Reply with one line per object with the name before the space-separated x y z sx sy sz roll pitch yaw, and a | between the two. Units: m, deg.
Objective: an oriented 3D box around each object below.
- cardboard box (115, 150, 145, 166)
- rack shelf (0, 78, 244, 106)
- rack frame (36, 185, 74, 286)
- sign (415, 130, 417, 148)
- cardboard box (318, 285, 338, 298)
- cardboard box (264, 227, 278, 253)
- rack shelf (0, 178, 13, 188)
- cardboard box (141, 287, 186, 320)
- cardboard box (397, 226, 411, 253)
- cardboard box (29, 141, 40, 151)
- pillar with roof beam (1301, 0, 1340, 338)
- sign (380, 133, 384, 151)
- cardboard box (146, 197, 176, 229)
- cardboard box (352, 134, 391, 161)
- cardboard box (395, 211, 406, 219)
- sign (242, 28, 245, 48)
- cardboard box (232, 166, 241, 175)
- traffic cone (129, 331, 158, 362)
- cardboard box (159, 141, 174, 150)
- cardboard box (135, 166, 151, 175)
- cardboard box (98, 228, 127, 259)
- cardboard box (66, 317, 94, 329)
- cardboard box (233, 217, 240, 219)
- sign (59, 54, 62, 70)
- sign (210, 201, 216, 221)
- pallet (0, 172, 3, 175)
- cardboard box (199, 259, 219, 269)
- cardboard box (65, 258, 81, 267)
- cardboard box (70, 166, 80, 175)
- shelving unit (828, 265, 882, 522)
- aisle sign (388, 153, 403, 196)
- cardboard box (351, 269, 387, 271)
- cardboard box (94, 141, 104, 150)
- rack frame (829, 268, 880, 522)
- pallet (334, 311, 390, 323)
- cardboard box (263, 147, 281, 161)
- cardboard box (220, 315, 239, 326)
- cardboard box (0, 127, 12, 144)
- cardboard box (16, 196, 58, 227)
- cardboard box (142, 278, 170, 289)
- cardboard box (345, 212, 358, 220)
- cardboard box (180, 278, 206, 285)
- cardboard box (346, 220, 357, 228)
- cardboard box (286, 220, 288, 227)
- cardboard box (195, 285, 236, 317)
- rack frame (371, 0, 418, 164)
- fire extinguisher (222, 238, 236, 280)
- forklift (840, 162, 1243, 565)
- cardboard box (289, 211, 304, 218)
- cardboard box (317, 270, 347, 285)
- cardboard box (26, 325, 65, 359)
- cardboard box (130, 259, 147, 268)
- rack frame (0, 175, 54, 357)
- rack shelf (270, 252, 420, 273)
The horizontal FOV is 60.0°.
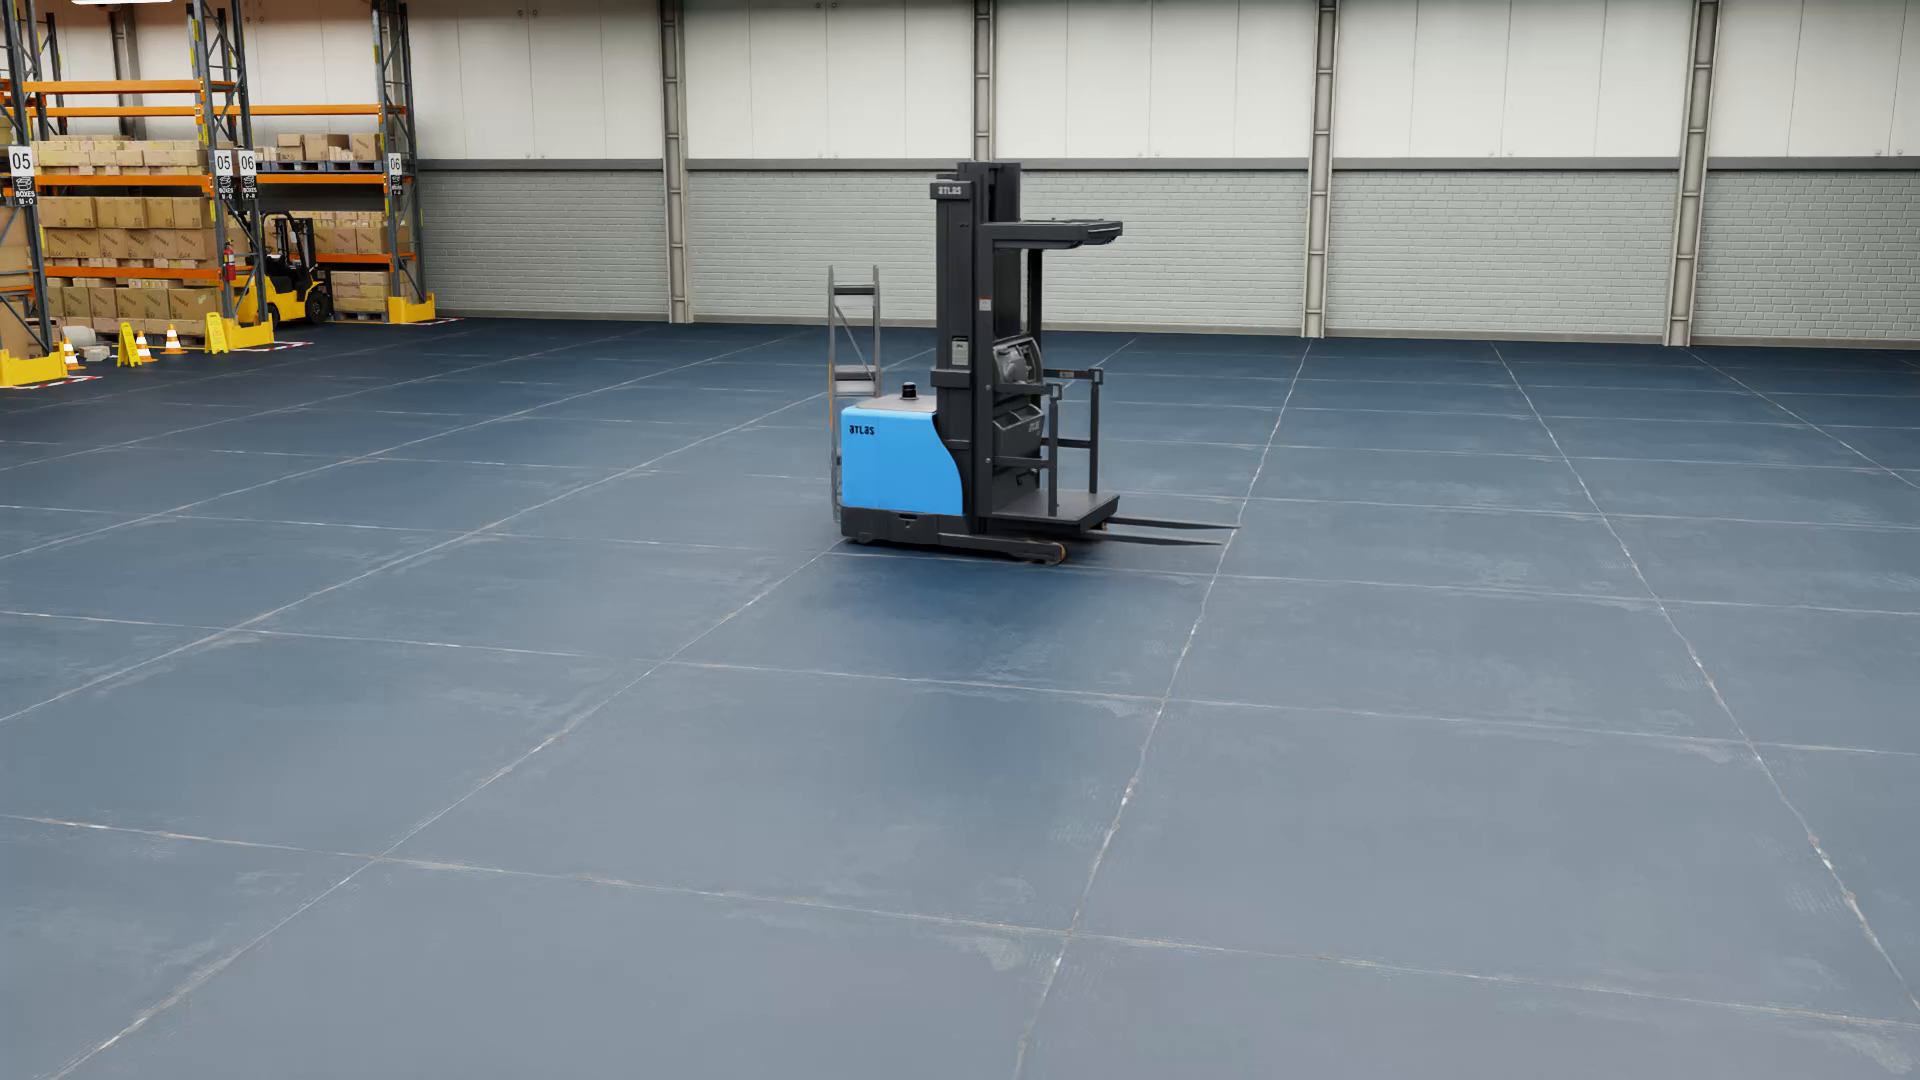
cardboard box | -13.505 -6.287 27.380 0.500 0.250 0.500 3 13 15
rack shelf | -13.893 -7.408 27.517 4.000 0.370 1.077 3 13 14
rack frame | -18.533 -6.188 34.197 0.127 3.000 1.000 3 13 14
sign | -10.627 -7.819 32.423 0.005 0.325 0.100 3 13 14
cardboard box | -12.304 -4.889 32.570 0.500 0.250 0.500 3 13 12
cardboard box | -13.279 -5.901 32.676 0.500 0.500 0.500 3 13 13
rack shelf | -14.981 -4.899 23.126 4.000 0.370 1.077 3 13 14
cardboard box | -13.299 -3.970 27.851 0.500 0.500 0.500 4 13 16
cardboard box | -11.180 -5.905 32.694 0.500 0.500 0.500 3 13 15
cardboard box | -15.348 -6.575 27.756 0.250 0.149 0.380 3 13 15
pillar with roof beam | 5.219 -7.087 24.403 0.400 9.000 9.100 3 13 14
sign | -10.909 -7.517 31.403 0.005 0.325 0.100 3 13 14
cardboard box | -12.989 -5.419 27.507 0.500 0.500 0.700 3 13 14
cardboard box | -11.254 -7.511 31.807 0.500 0.500 0.500 3 13 15
cardboard box | -11.040 -6.345 32.494 0.250 0.149 0.380 3 13 12
sign | -11.821 -8.266 27.375 0.005 0.325 0.100 3 13 14
cardboard box | -12.195 -6.156 27.708 0.250 0.149 0.380 3 13 14
traffic cone | -12.614 -2.990 25.642 0.334 0.463 0.336 3 13 14
cardboard box | -12.844 -6.446 27.175 0.250 0.149 0.380 3 13 13
cardboard box | -13.347 -6.087 27.398 0.250 0.149 0.380 3 13 13
cardboard box | -14.002 -4.977 27.822 0.500 0.500 0.500 3 13 14
cardboard box | -14.806 -3.686 28.300 0.500 0.250 0.500 4 13 17
cardboard box | -14.131 -6.421 32.834 0.250 0.149 0.380 3 13 14
sign | -18.403 -9.767 33.956 0.005 0.325 0.100 3 13 14
sign | -12.104 -5.332 26.939 0.005 0.325 0.100 3 13 14
pallet | -16.409 -6.363 28.497 1.003 0.211 1.213 3 13 14
cardboard box | -12.366 -4.580 27.532 0.250 0.149 0.380 4 13 15
cardboard box | -14.851 -4.700 28.072 0.250 0.149 0.380 3 13 15
cardboard box | -14.593 -6.157 27.716 0.250 0.149 0.380 3 13 12
shelving unit | -0.876 -1.229 13.925 0.431 2.100 0.503 -1 13 -4
aisle sign | -10.772 -6.976 31.751 0.004 0.787 0.394 3 13 14
cardboard box | -11.673 -5.213 32.875 0.500 0.250 0.500 3 13 14
cardboard box | -14.078 -6.519 27.504 0.250 0.149 0.380 3 13 15
rack frame | -0.858 -1.176 13.687 0.400 2.100 0.015 -1 13 -4
pallet | -11.518 -4.442 32.767 1.213 0.211 1.003 3 13 14
cardboard box | -13.281 -7.492 32.260 0.258 0.266 0.396 3 13 12
cardboard box | -12.668 -3.691 28.324 0.500 0.250 0.500 3 13 13
cardboard box | -13.446 -5.551 22.864 0.500 0.250 0.500 3 13 13
cardboard box | -15.459 -5.550 28.096 0.500 0.500 0.700 3 13 13
cardboard box | -13.407 -4.279 27.746 0.250 0.149 0.380 3 13 14
cardboard box | -11.671 -6.271 32.161 0.250 0.149 0.380 3 13 15
cardboard box | -15.158 -5.050 33.585 0.625 0.625 0.875 4 13 16
cardboard box | -11.662 -6.130 32.211 0.250 0.149 0.380 3 13 15
cardboard box | -13.167 -6.201 32.530 0.250 0.149 0.380 3 13 12
cardboard box | -12.691 -4.058 28.247 0.500 0.500 0.500 3 13 12
rack frame | -10.766 -8.701 31.676 0.127 3.000 1.000 3 13 14
fire extinguisher | -11.950 -4.588 27.165 0.183 0.674 0.296 3 13 14
forklift | 0.628 -1.376 12.668 3.031 2.935 1.130 5 13 22
cardboard box | -12.895 -6.352 32.525 0.250 0.149 0.380 3 13 14
cardboard box | -12.277 -5.131 32.505 0.500 0.250 0.500 3 13 14
cardboard box | -14.263 -3.068 25.902 0.637 0.503 0.797 -6 14 -25
cardboard box | -13.624 -4.632 27.765 0.250 0.149 0.380 3 13 13
rack frame | -13.039 -3.682 22.905 0.127 3.000 1.000 3 13 14
rack shelf | -12.707 -5.525 32.872 4.000 0.370 1.077 3 13 14
